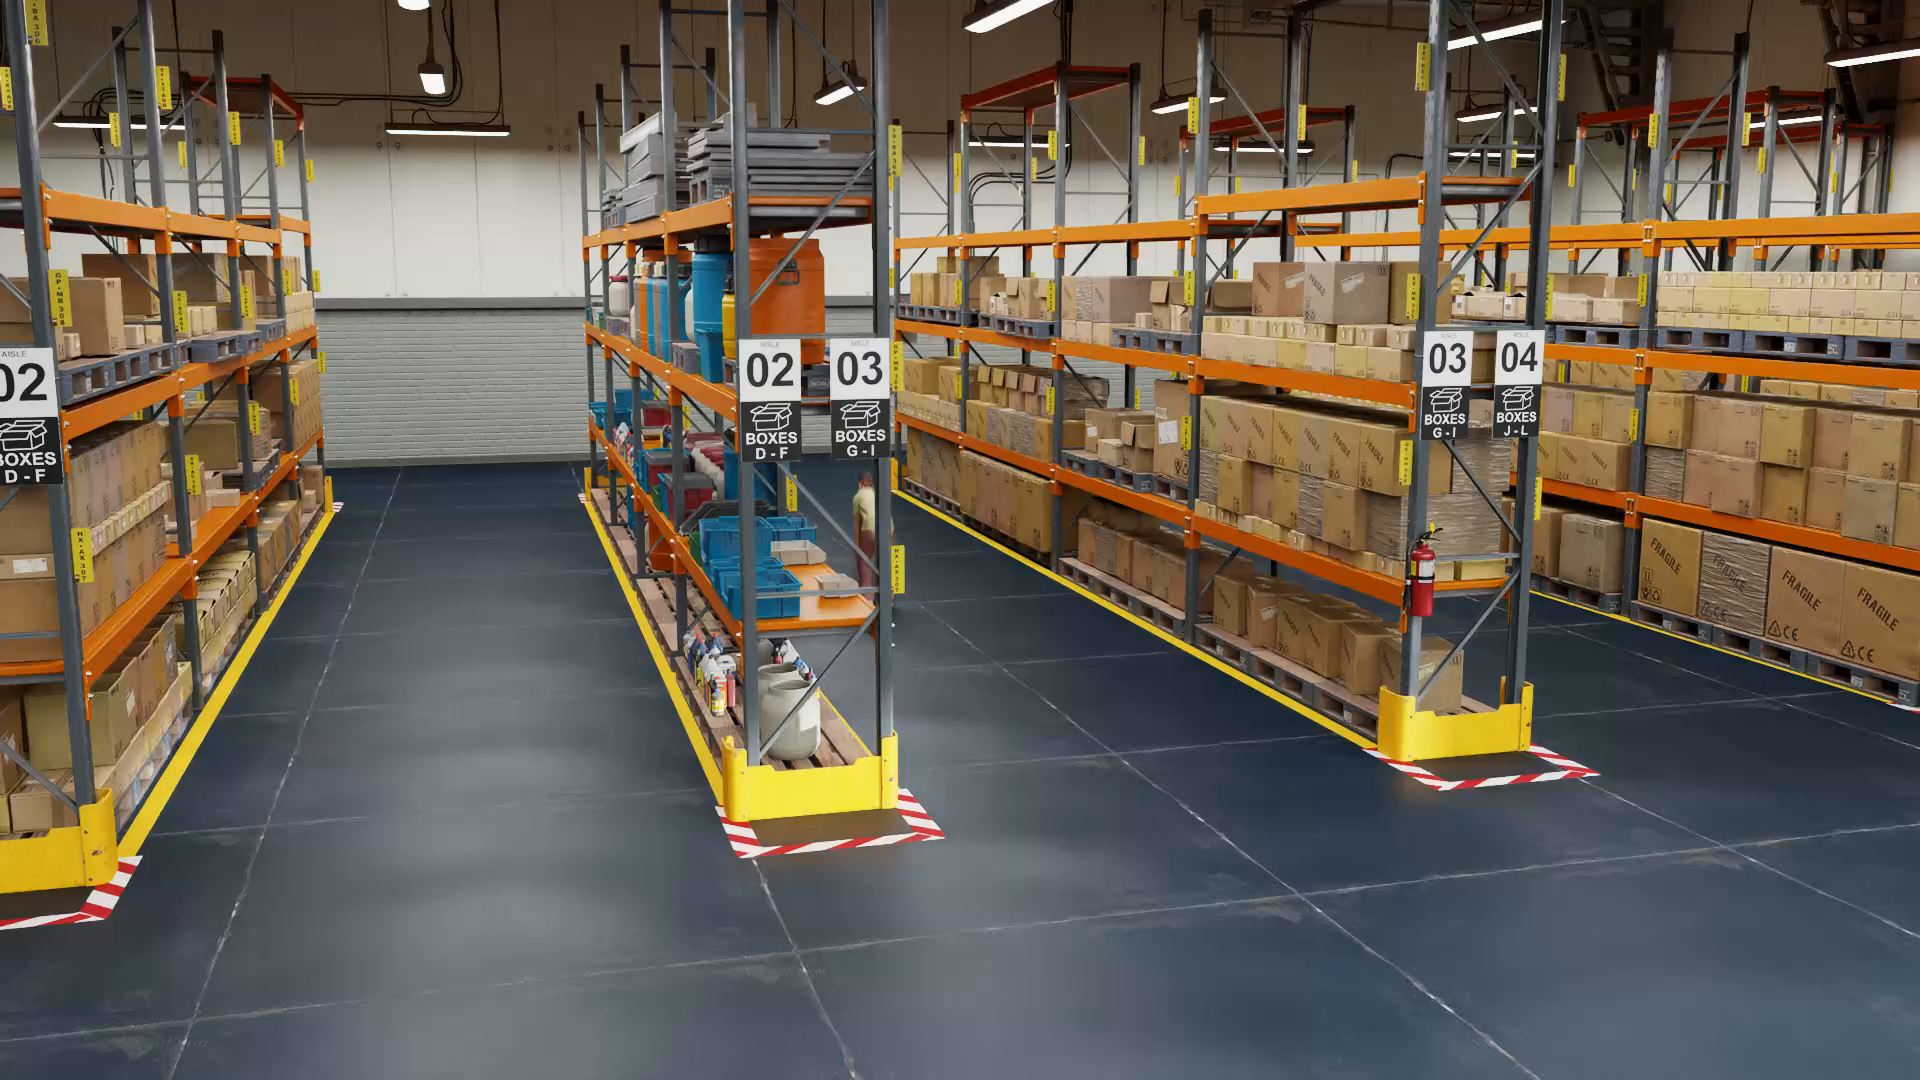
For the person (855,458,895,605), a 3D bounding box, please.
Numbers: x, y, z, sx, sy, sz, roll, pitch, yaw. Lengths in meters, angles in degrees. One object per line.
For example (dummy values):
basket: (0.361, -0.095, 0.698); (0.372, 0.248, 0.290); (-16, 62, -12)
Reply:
person: (-0.928, -0.107, 18.050); (0.438, 1.667, 0.548); (-3, 10, -16)
